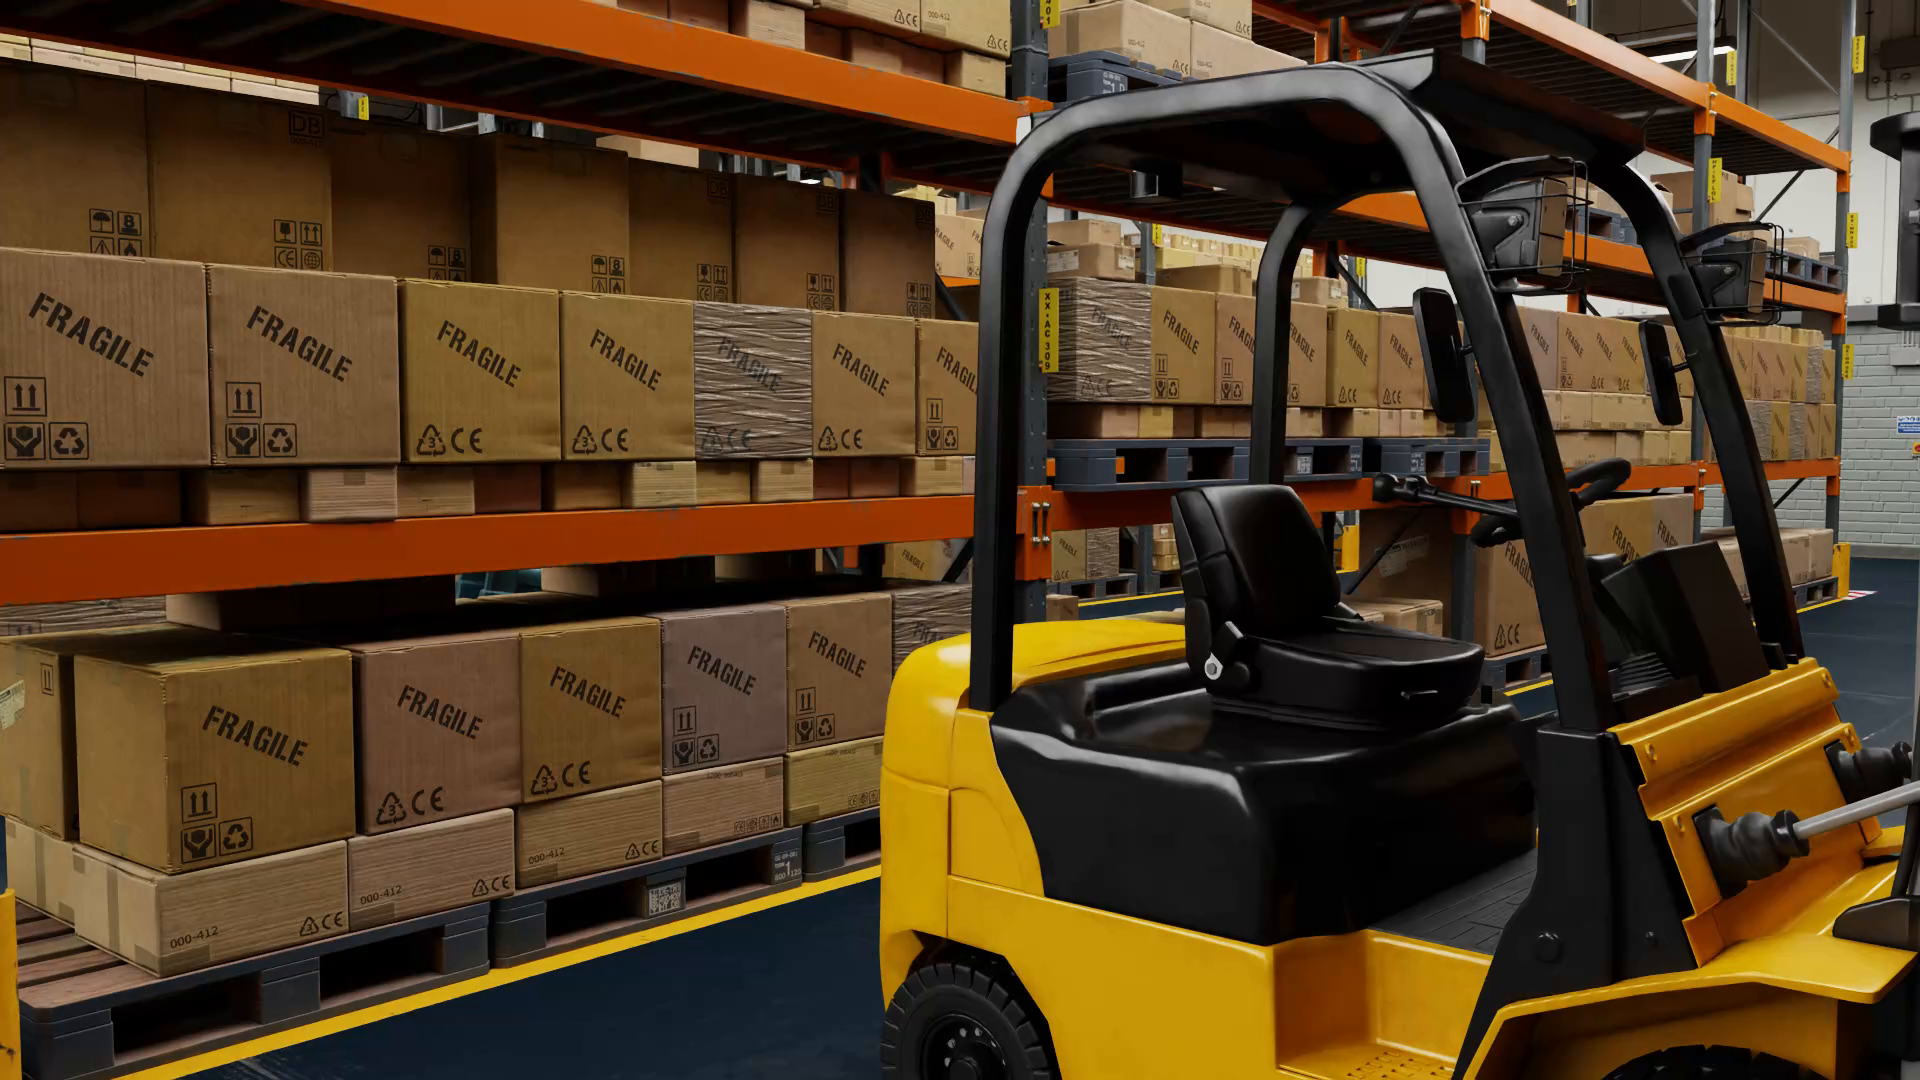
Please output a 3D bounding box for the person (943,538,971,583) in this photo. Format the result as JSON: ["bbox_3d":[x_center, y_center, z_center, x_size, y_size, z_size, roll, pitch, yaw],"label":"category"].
[{"bbox_3d":[0.131,-0.097,12.242,0.516,1.660,0.372,1,4,19],"label":"person"}]
